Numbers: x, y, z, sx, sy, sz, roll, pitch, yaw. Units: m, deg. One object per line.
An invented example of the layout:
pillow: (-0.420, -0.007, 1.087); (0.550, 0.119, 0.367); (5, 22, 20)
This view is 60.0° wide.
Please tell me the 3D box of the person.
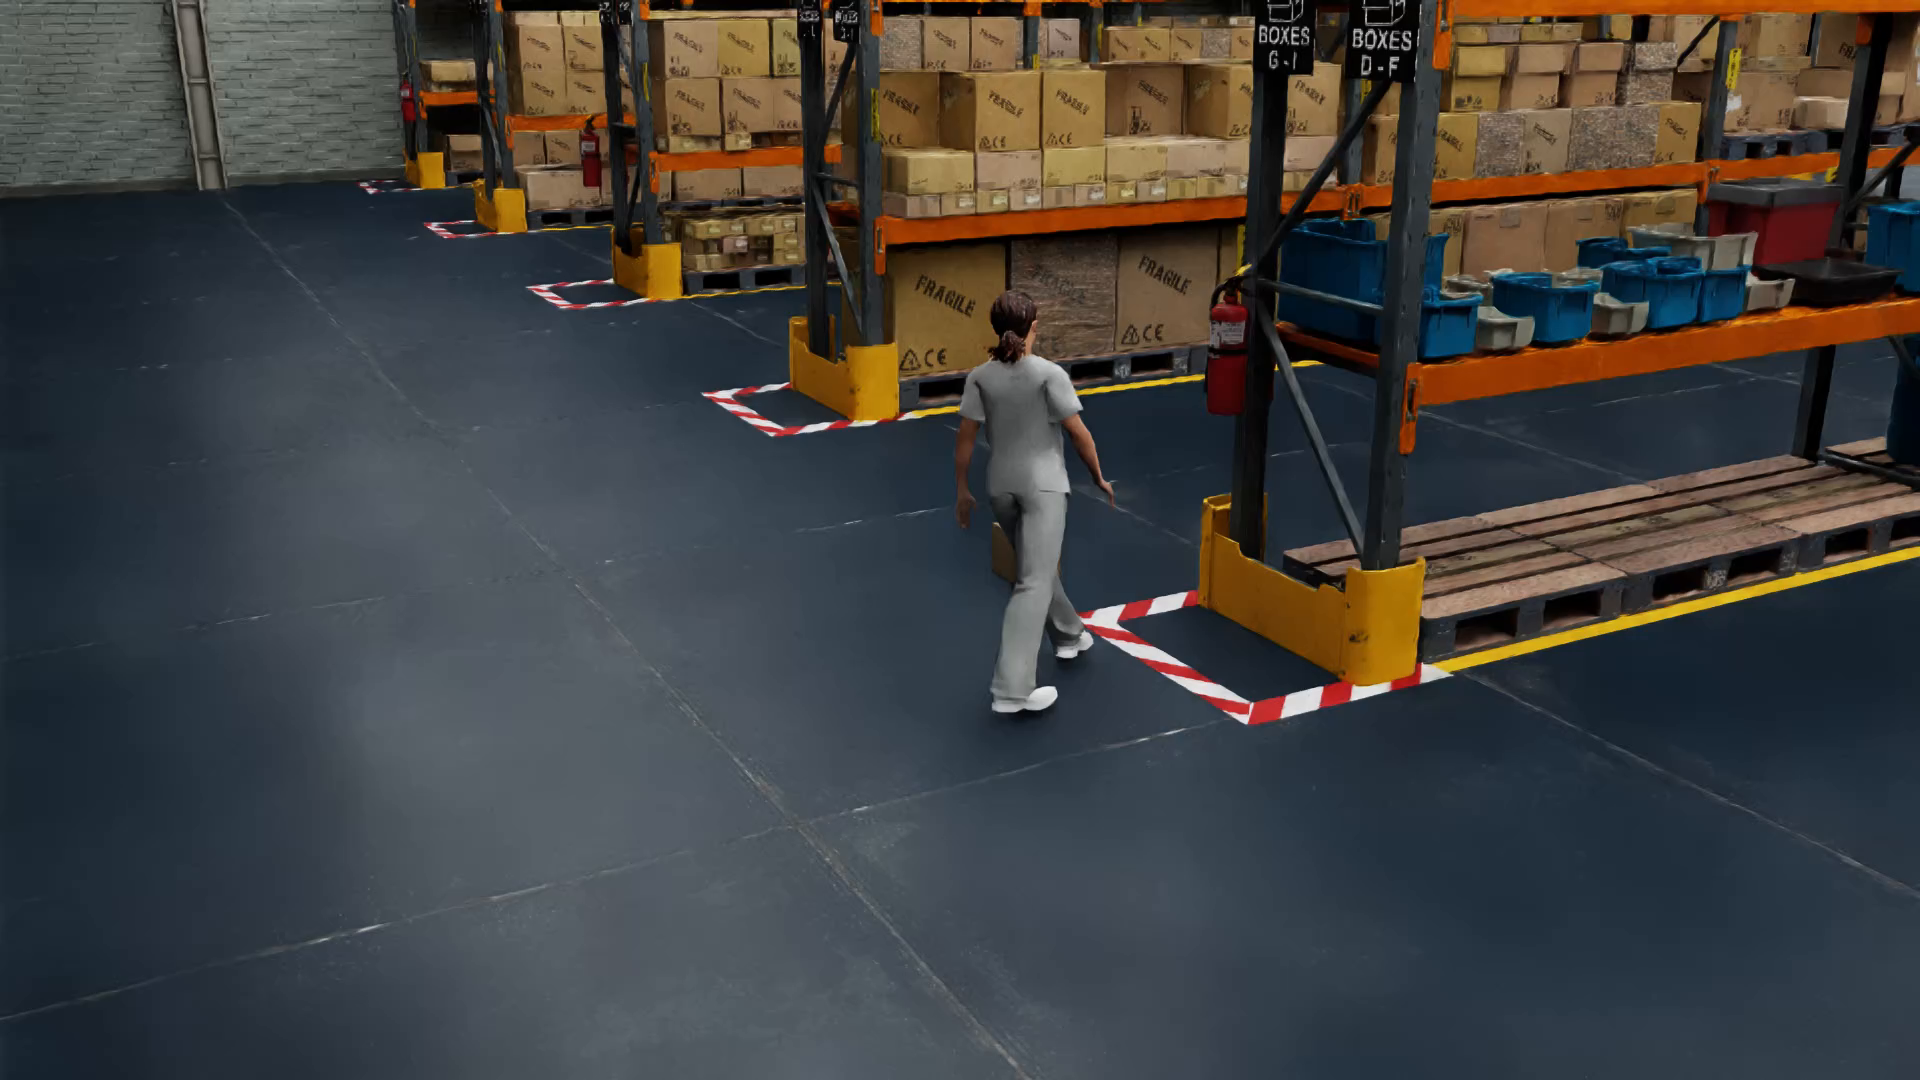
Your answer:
person: (0.312, -0.190, 6.692); (0.564, 1.620, 0.966); (12, 22, 32)
